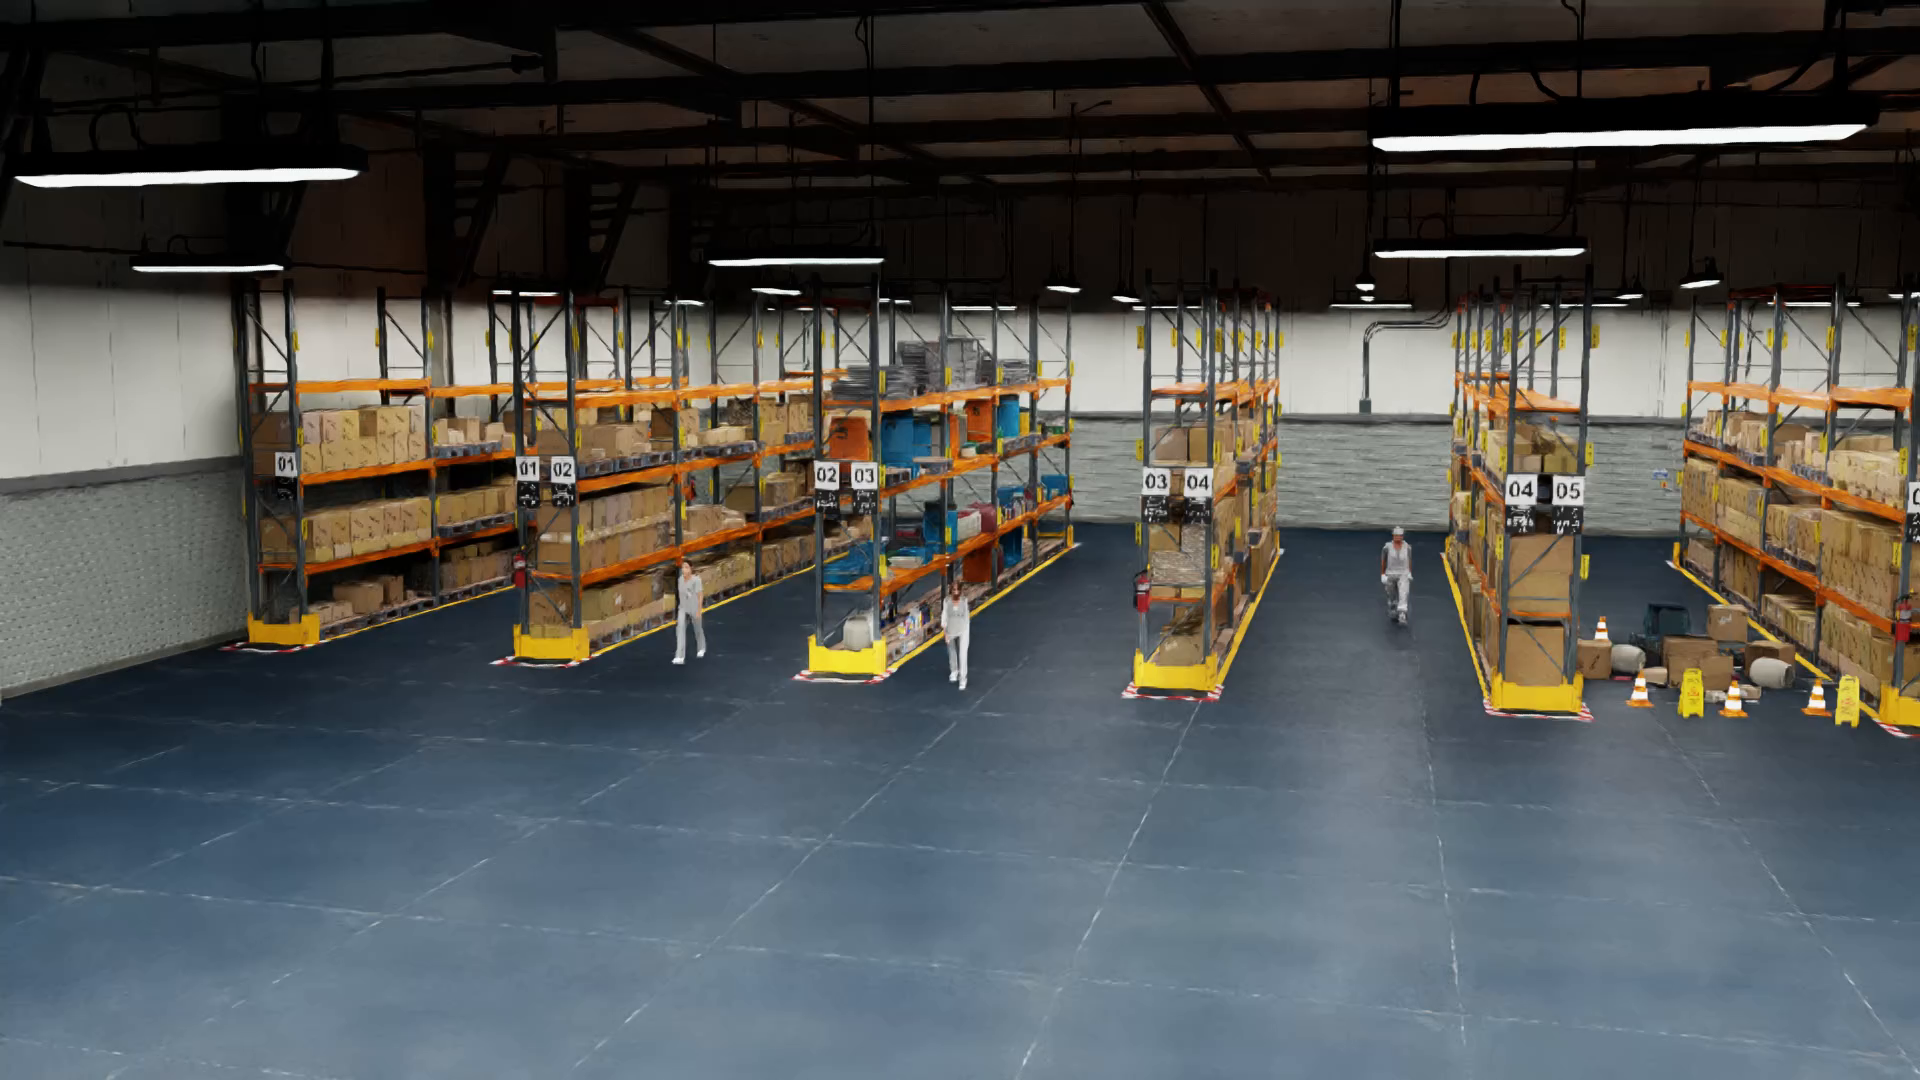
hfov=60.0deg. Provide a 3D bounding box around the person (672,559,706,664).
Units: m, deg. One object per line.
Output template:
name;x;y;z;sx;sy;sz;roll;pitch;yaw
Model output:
person;-4.205;1.092;25.951;0.453;1.612;1.019;2;7;12

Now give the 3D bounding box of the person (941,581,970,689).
person;-0.063;1.347;24.083;0.412;1.533;0.955;1;7;6

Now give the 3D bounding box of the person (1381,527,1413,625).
person;7.750;0.606;29.517;0.553;1.709;1.123;2;7;16
